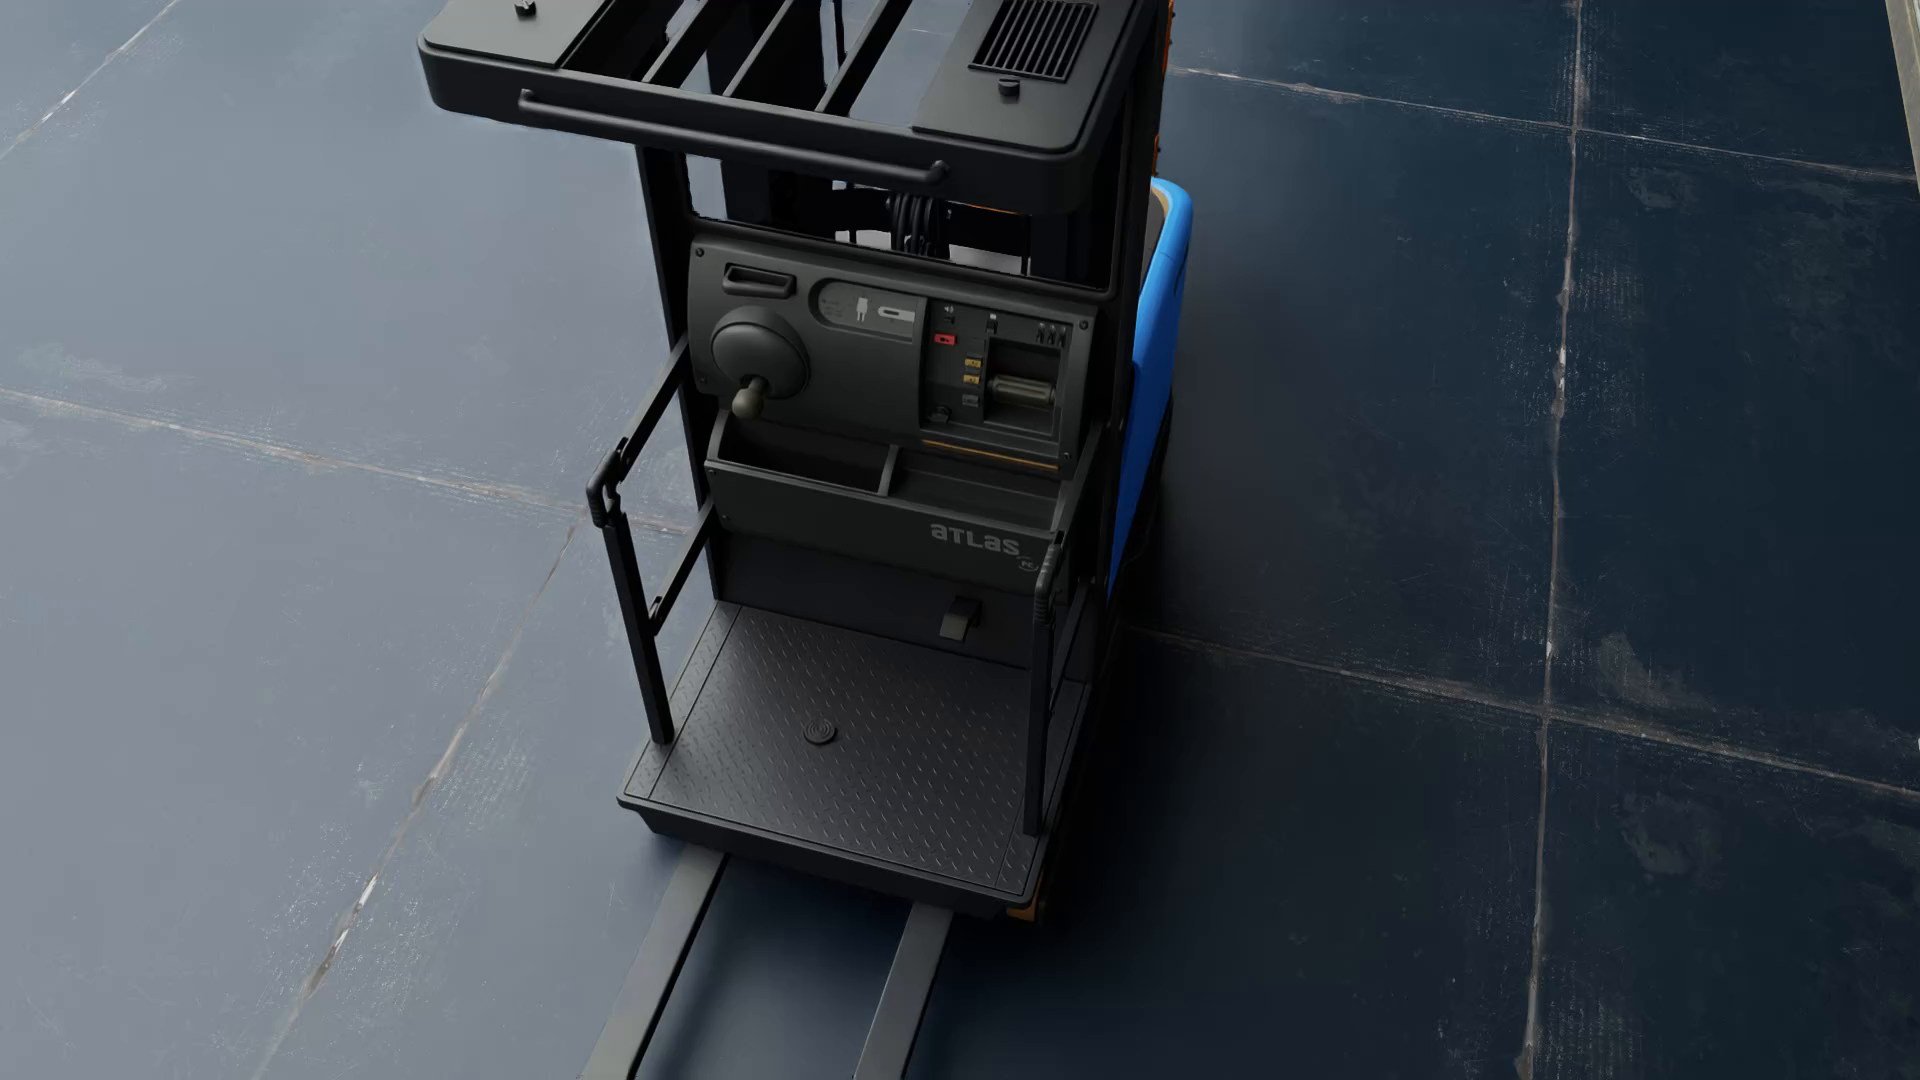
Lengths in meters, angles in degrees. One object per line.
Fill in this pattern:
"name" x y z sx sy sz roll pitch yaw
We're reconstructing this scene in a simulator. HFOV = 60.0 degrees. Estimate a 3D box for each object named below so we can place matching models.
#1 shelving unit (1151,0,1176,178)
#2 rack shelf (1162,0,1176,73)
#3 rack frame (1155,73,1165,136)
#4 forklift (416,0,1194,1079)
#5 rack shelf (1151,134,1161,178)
"shelving unit" 0.325 -1.208 5.566 0.538 1.125 1.048 12 50 11
"rack shelf" 0.325 -1.402 5.346 0.538 0.278 1.000 12 50 11
"rack frame" 0.466 -1.574 5.889 0.500 1.125 0.032 12 50 11
"forklift" -0.223 -0.312 3.570 1.130 2.935 3.031 12 50 11
"rack shelf" 0.325 -1.046 5.749 0.538 0.278 1.000 12 50 11
